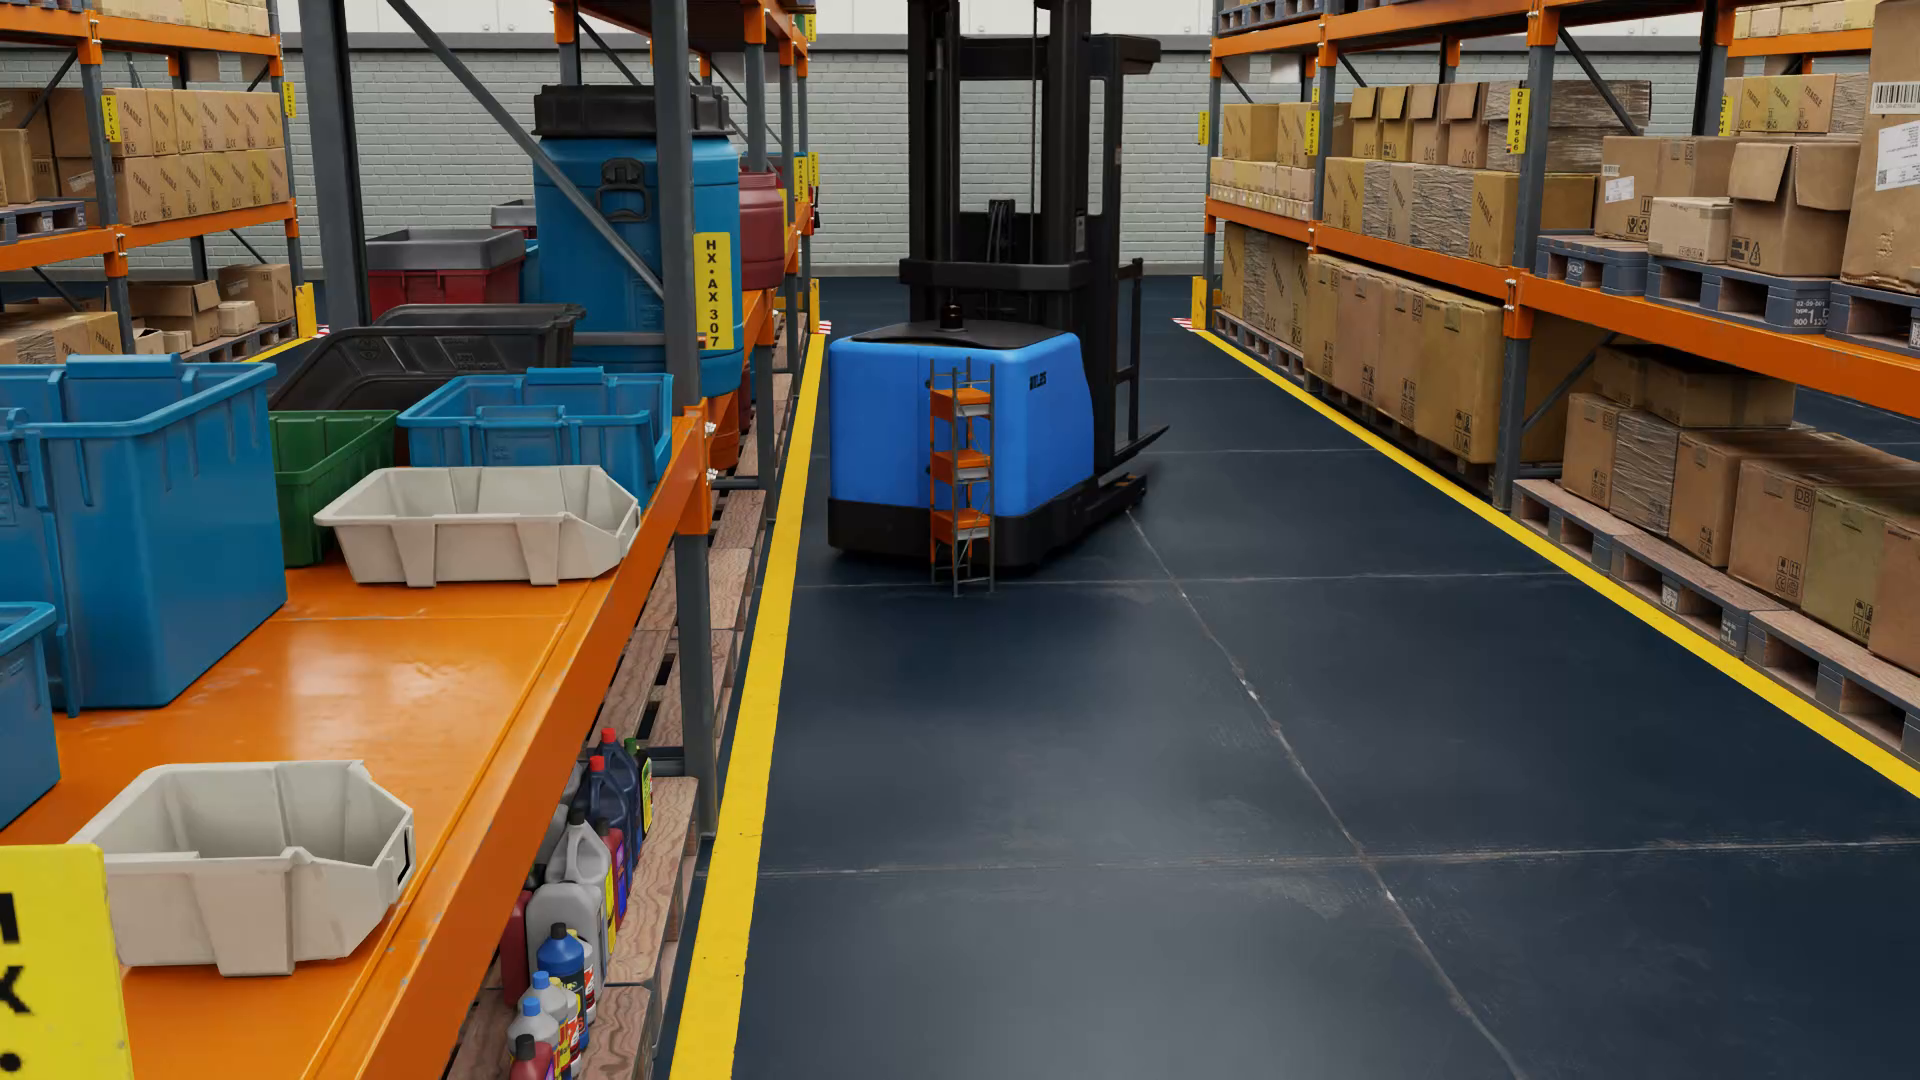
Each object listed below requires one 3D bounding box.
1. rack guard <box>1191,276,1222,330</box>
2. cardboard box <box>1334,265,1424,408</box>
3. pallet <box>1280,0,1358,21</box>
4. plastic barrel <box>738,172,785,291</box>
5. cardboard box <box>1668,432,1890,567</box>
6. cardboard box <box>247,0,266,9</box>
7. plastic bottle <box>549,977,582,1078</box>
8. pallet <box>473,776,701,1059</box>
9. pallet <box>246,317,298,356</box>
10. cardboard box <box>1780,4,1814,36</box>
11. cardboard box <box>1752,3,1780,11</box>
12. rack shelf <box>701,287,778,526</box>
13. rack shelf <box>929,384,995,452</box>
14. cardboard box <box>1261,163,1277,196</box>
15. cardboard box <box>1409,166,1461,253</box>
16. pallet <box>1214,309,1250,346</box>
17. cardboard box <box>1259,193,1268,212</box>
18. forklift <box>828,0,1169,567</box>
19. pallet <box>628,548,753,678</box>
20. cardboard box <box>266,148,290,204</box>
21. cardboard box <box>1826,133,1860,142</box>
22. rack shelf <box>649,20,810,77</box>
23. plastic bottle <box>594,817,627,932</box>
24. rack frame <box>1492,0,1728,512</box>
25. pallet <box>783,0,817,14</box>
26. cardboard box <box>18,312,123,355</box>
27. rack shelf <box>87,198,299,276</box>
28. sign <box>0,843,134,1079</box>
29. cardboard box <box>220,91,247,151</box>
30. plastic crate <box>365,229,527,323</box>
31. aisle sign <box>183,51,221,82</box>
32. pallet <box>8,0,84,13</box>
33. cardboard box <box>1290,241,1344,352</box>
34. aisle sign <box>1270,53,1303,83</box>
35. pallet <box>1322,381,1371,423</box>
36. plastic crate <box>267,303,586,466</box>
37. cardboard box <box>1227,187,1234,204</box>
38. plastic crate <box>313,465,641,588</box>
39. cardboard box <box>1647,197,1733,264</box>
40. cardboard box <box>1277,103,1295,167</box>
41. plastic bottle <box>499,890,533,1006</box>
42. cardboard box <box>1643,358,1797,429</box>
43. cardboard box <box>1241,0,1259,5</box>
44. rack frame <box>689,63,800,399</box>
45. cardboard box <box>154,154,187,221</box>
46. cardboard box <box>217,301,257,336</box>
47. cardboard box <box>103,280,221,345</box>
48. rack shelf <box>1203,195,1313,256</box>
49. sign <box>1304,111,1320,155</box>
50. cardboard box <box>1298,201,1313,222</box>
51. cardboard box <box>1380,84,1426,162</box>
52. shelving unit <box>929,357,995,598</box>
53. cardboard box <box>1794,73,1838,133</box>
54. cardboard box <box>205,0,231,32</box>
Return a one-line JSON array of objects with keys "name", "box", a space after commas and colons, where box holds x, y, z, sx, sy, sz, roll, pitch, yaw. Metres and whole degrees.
[{"name": "rack guard", "box": [2.959, -2.412, 16.898, 1.175, 0.500, 0.348, -1, 14, -3]}, {"name": "cardboard box", "box": [3.324, -1.415, 11.428, 1.225, 0.875, 0.875, -1, 14, -5]}, {"name": "pallet", "box": [3.168, -4.235, 13.126, 1.003, 0.211, 1.213, -1, 14, -3]}, {"name": "plastic barrel", "box": [-1.156, -1.506, 8.086, 0.600, 0.536, 0.708, -1, 14, -3]}, {"name": "cardboard box", "box": [3.607, -0.185, 7.358, 0.700, 0.500, 0.500, 0, 14, 1]}, {"name": "cardboard box", "box": [-6.640, -4.963, 15.074, 0.500, 0.250, 0.500, -1, 14, -3]}, {"name": "plastic bottle", "box": [-0.826, 0.991, 3.389, 0.097, 0.201, 0.097, 0, 14, 0]}, {"name": "pallet", "box": [-1.239, 0.962, 4.363, 1.003, 0.211, 1.213, -1, 14, -3]}, {"name": "pallet", "box": [-6.872, -1.897, 15.476, 1.003, 0.211, 1.213, -1, 14, -3]}, {"name": "cardboard box", "box": [7.763, -4.674, 14.953, 0.500, 0.250, 0.500, -1, 14, -5]}, {"name": "cardboard box", "box": [7.719, -5.047, 15.402, 0.500, 0.250, 0.500, -1, 14, -4]}, {"name": "rack shelf", "box": [-1.363, -0.705, 6.690, 1.077, 0.370, 4.000, -1, 14, -3]}, {"name": "rack shelf", "box": [0.009, -0.550, 7.461, 0.215, 0.259, 0.240, -7, 16, -24]}, {"name": "cardboard box", "box": [2.853, -3.055, 14.083, 0.500, 0.250, 0.500, -1, 14, -2]}, {"name": "cardboard box", "box": [3.118, -2.048, 10.264, 0.500, 0.500, 0.500, -1, 14, -5]}, {"name": "pallet", "box": [3.088, -2.069, 16.143, 1.003, 0.211, 1.213, -1, 14, -3]}, {"name": "cardboard box", "box": [2.783, -2.891, 14.246, 0.380, 0.149, 0.250, -1, 14, -4]}, {"name": "forklift", "box": [0.403, -1.614, 8.916, 1.130, 2.935, 3.031, 6, 16, 23]}, {"name": "pallet", "box": [-1.405, 0.296, 6.953, 1.003, 0.211, 1.213, -1, 14, -3]}, {"name": "cardboard box", "box": [-6.627, -3.406, 15.544, 0.500, 0.500, 0.500, 0, 14, -2]}, {"name": "cardboard box", "box": [7.793, -3.235, 14.281, 0.500, 0.500, 0.500, -1, 14, -4]}, {"name": "rack shelf", "box": [-1.859, -4.147, 14.049, 1.077, 0.370, 4.000, -1, 14, -3]}, {"name": "plastic bottle", "box": [-0.848, 0.790, 4.005, 0.061, 0.283, 0.133, 0, 14, 0]}, {"name": "rack frame", "box": [3.456, -1.627, 8.831, 1.000, 3.000, 0.127, -1, 14, -3]}, {"name": "pallet", "box": [-1.589, -3.713, 11.298, 1.213, 0.211, 1.003, -1, 14, -3]}, {"name": "cardboard box", "box": [-6.362, -1.354, 11.903, 0.500, 0.500, 0.500, -1, 14, -4]}, {"name": "rack shelf", "box": [-6.803, -2.619, 14.129, 1.077, 0.370, 4.000, -1, 14, -3]}, {"name": "sign", "box": [-0.442, 0.297, 0.795, 0.100, 0.325, 0.005, -1, 14, -3]}, {"name": "cardboard box", "box": [-6.556, -3.636, 14.433, 0.500, 0.500, 0.500, 0, 14, -2]}, {"name": "plastic crate", "box": [-1.575, -0.703, 5.109, 0.402, 0.464, 0.583, -1, 14, -3]}, {"name": "aisle sign", "box": [-7.224, -4.736, 15.697, 0.394, 0.787, 0.004, -1, 14, -3]}, {"name": "pallet", "box": [-6.709, -3.668, 11.121, 1.213, 0.211, 1.003, -1, 14, -3]}, {"name": "cardboard box", "box": [3.248, -1.962, 13.552, 0.875, 0.875, 0.875, -1, 14, -3]}, {"name": "aisle sign", "box": [3.256, -4.898, 16.327, 0.394, 0.787, 0.004, -1, 14, -3]}, {"name": "pallet", "box": [3.332, -1.081, 12.303, 1.003, 0.211, 1.213, -1, 14, -3]}, {"name": "plastic crate", "box": [-1.334, -0.394, 4.161, 0.767, 0.338, 0.504, -1, 14, -3]}, {"name": "cardboard box", "box": [2.704, -3.209, 15.484, 0.380, 0.149, 0.250, -1, 14, -4]}, {"name": "plastic crate", "box": [-0.886, -0.028, 3.146, 0.530, 0.136, 0.437, -1, 14, -3]}, {"name": "cardboard box", "box": [3.331, -1.337, 7.163, 0.500, 0.250, 0.500, -1, 14, -5]}, {"name": "cardboard box", "box": [2.886, -3.291, 13.498, 0.500, 0.500, 0.500, -1, 14, -3]}, {"name": "plastic bottle", "box": [-0.980, 0.873, 3.684, 0.061, 0.283, 0.133, -1, 14, -3]}, {"name": "cardboard box", "box": [3.571, -0.695, 7.836, 0.500, 0.250, 0.500, 1, 14, 3]}, {"name": "cardboard box", "box": [2.961, -5.099, 15.062, 0.700, 0.500, 0.500, -1, 14, -5]}, {"name": "rack frame", "box": [-1.735, -2.545, 12.400, 1.000, 3.000, 0.127, -1, 14, -3]}, {"name": "cardboard box", "box": [-6.473, -2.777, 13.097, 0.500, 0.500, 0.500, -1, 14, -2]}, {"name": "cardboard box", "box": [-6.618, -1.978, 14.830, 0.500, 0.250, 0.500, -1, 14, -3]}, {"name": "cardboard box", "box": [-6.800, -1.941, 14.178, 0.797, 0.503, 0.637, -1, 14, -3]}, {"name": "rack shelf", "box": [3.085, -2.771, 14.720, 1.077, 0.370, 4.000, -1, 14, -3]}, {"name": "sign", "box": [2.655, -3.071, 12.544, 0.100, 0.325, 0.005, -1, 14, -3]}, {"name": "cardboard box", "box": [2.863, -2.571, 13.003, 0.380, 0.149, 0.250, -1, 14, -3]}, {"name": "cardboard box", "box": [3.287, -2.827, 11.279, 0.797, 0.503, 0.637, -1, 14, -3]}, {"name": "shelving unit", "box": [0.009, -0.286, 7.529, 0.215, 1.050, 0.252, -7, 16, -24]}, {"name": "cardboard box", "box": [7.763, -3.847, 14.656, 0.500, 0.500, 0.500, -1, 14, -5]}, {"name": "cardboard box", "box": [-6.568, -4.472, 14.170, 0.500, 0.250, 0.500, -1, 14, -3]}]
